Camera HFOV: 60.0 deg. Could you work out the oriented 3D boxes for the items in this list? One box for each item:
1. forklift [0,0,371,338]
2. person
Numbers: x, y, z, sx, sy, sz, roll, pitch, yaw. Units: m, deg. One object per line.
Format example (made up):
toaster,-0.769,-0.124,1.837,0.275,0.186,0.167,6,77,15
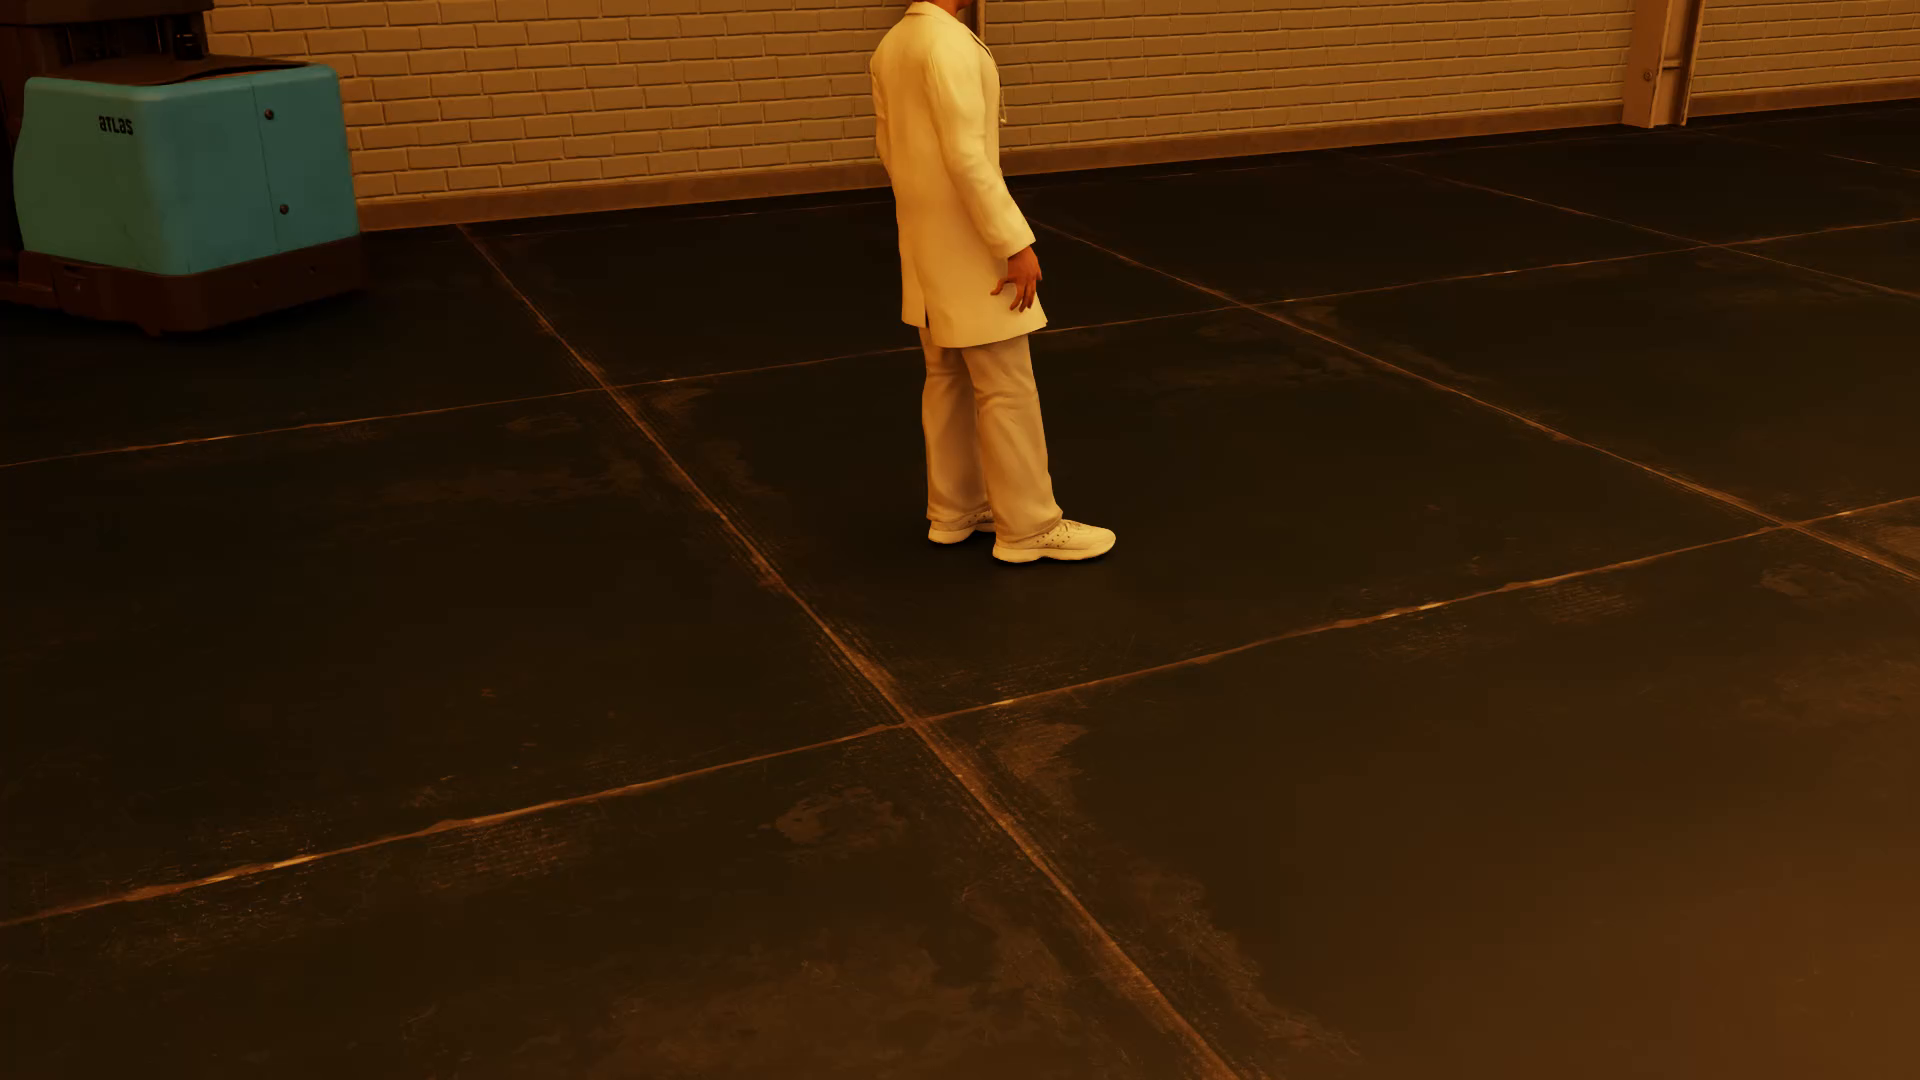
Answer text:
forklift,-4.302,-2.613,7.577,3.031,2.935,1.130,12,26,27
person,0.084,-0.841,4.794,0.581,1.776,0.696,-10,25,-23
